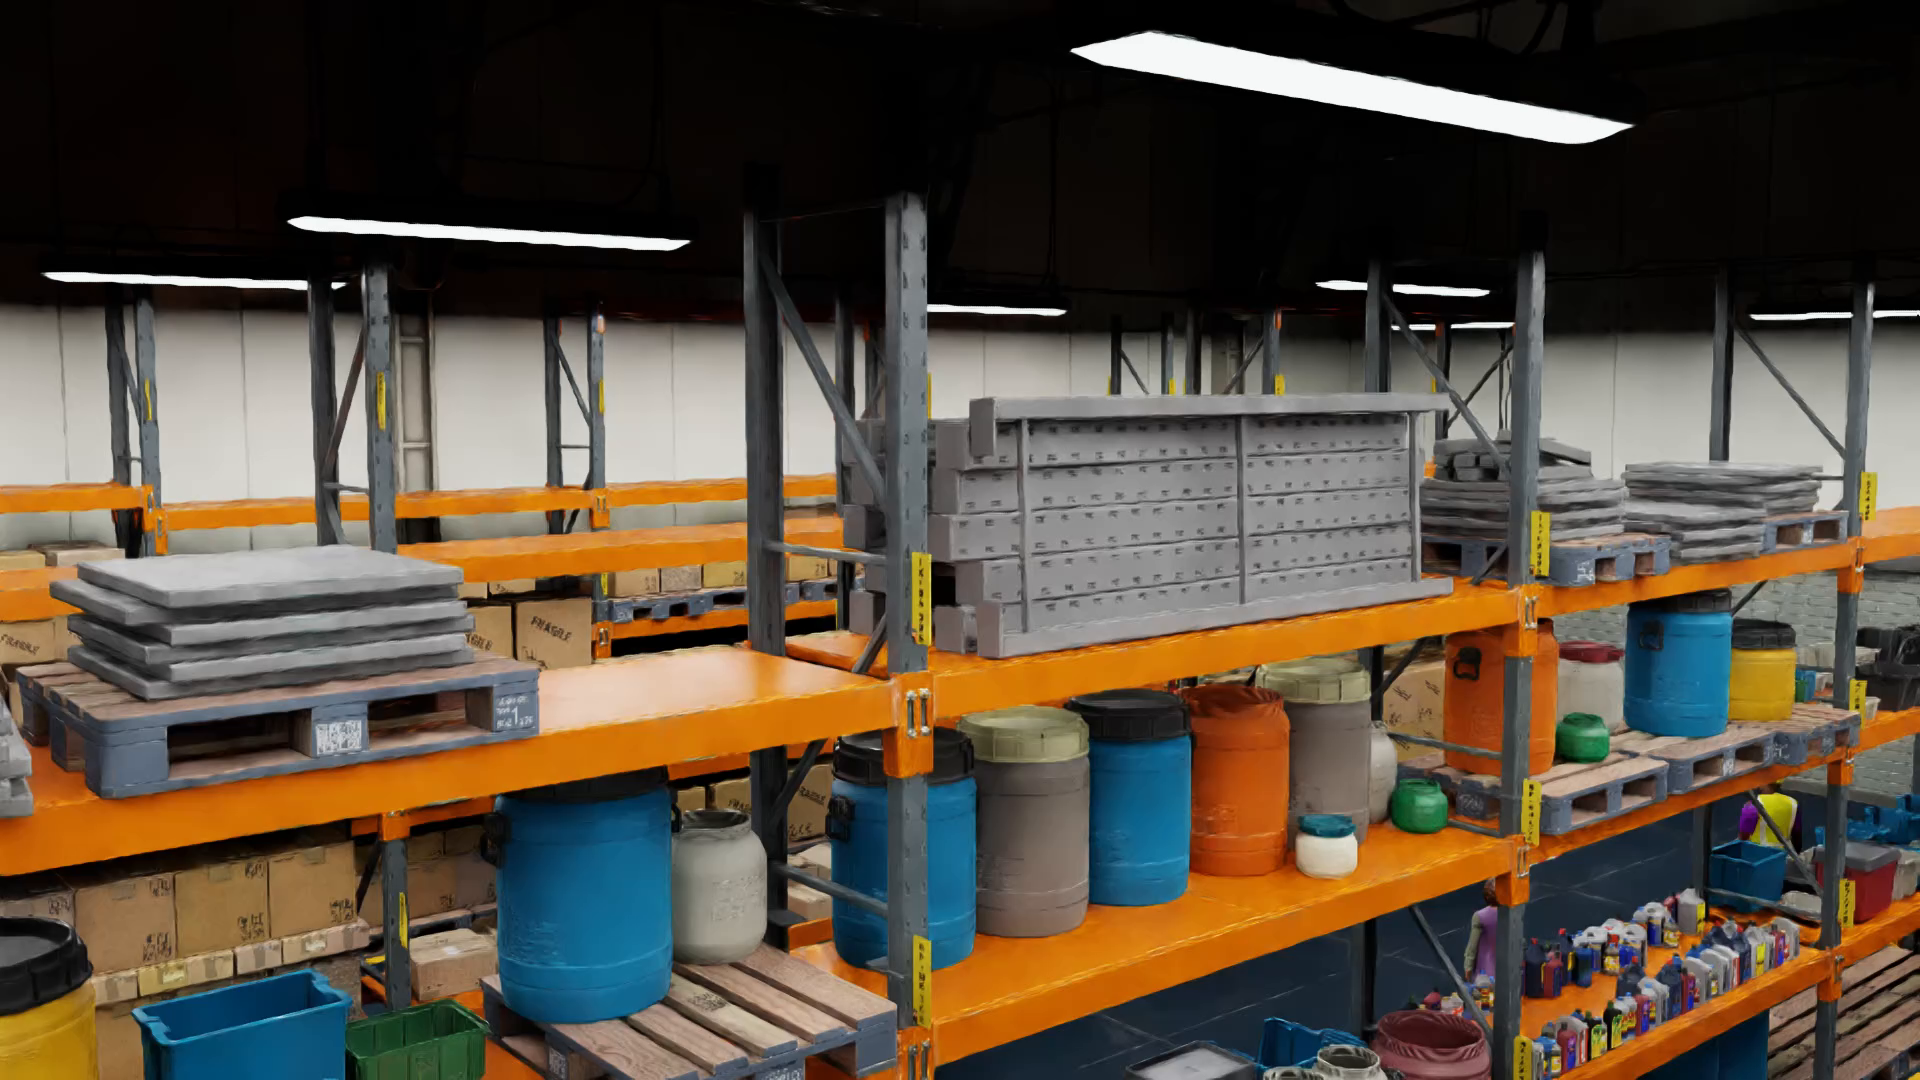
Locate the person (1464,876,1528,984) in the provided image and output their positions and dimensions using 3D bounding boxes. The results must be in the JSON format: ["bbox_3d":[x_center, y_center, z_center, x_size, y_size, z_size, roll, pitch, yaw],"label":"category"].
[{"bbox_3d":[3.880,3.203,12.041,0.521,1.588,0.532,-1,6,-14],"label":"person"}]

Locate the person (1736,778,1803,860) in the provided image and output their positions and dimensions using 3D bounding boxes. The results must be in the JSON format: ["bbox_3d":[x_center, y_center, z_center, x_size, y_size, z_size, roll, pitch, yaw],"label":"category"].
[{"bbox_3d":[7.176,2.850,14.808,0.677,1.763,0.587,-2,6,-18],"label":"person"}]
